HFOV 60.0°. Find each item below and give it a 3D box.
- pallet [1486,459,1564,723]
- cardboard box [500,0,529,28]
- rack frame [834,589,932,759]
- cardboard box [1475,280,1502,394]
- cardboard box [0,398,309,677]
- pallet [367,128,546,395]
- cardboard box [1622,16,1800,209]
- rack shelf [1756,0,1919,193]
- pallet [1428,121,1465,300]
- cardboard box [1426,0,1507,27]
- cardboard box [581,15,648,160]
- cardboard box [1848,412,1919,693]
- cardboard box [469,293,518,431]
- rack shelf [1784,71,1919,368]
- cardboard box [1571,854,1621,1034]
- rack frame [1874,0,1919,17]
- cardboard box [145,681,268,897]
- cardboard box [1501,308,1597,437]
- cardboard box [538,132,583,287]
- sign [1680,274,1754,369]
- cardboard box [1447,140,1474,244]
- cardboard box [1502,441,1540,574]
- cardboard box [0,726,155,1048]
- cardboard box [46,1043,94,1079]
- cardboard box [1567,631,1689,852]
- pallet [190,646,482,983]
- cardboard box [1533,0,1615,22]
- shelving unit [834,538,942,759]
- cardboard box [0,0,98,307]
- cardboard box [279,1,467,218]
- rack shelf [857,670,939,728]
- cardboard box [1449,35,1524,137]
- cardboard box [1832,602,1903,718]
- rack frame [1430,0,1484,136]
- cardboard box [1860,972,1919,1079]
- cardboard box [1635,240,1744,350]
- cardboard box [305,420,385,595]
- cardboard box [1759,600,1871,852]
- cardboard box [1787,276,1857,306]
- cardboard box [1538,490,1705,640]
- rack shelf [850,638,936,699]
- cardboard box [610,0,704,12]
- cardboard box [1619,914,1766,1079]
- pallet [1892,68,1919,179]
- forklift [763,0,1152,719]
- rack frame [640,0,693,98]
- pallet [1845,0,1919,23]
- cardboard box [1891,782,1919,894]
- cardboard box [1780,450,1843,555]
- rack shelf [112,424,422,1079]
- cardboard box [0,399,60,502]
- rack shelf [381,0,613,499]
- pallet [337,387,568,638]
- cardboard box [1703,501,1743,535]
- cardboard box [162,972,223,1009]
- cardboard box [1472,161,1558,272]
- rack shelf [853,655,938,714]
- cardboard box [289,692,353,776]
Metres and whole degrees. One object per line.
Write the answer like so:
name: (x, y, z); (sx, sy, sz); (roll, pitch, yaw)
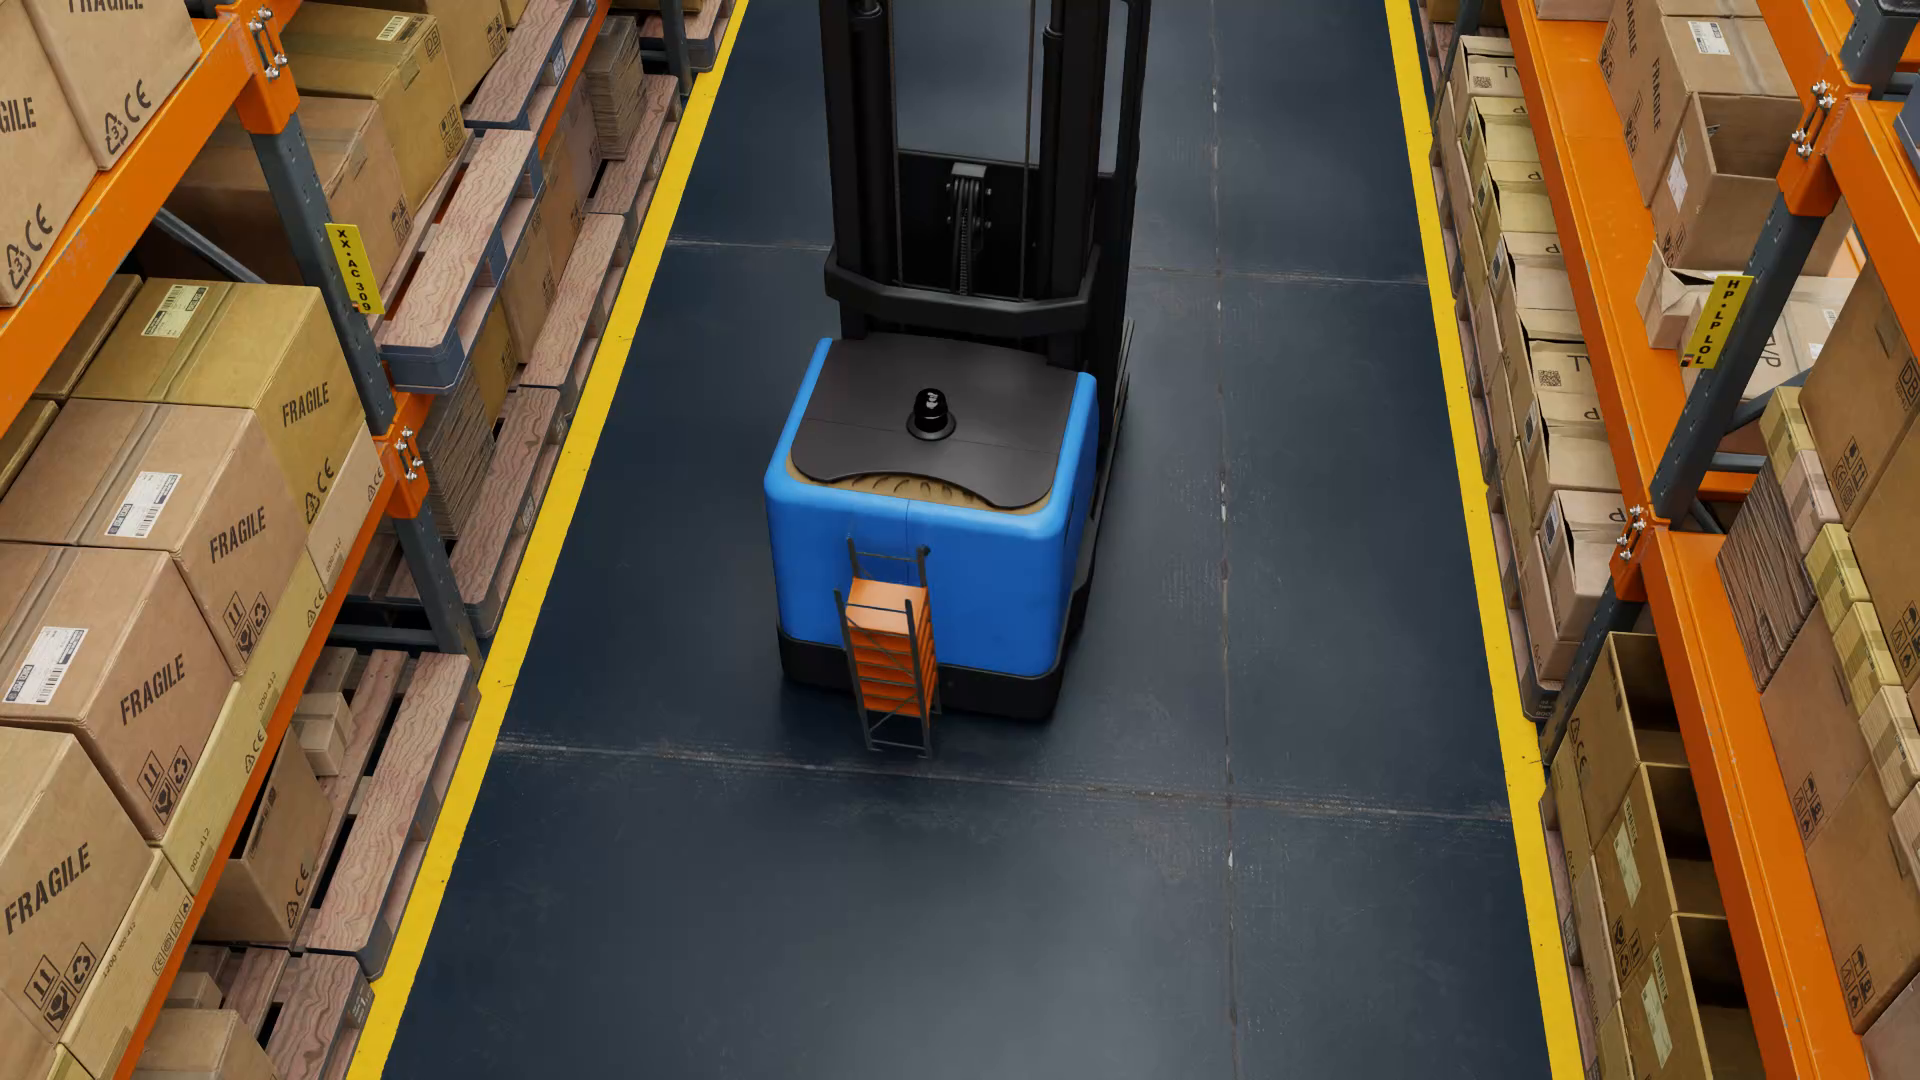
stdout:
pallet: (2.643, 0.195, 6.454); (1.003, 0.211, 1.213); (4, 48, 4)
cardboard box: (-2.078, -2.390, 6.564); (0.700, 0.500, 0.500); (4, 48, 4)
rack frame: (-0.242, 0.473, 5.546); (0.240, 1.200, 0.006); (8, 60, 7)
cardboard box: (2.506, -0.861, 7.109); (0.500, 0.250, 0.500); (5, 48, 4)
cardboard box: (-2.093, -0.006, 4.328); (0.500, 0.500, 0.500); (4, 48, 3)
pallet: (-2.104, -1.019, 5.805); (1.003, 0.211, 1.213); (4, 48, 4)
cardboard box: (2.795, -1.554, 6.096); (0.500, 0.500, 0.500); (4, 48, 4)
rack shelf: (2.797, -2.441, 5.430); (1.077, 0.370, 4.000); (4, 48, 4)
pallet: (2.866, -1.597, 8.094); (1.003, 0.211, 1.213); (4, 48, 4)
cardboard box: (2.831, -3.149, 9.019); (0.500, 0.500, 0.500); (6, 48, 5)
cardboard box: (-1.967, -2.244, 8.191); (0.700, 0.500, 0.500); (4, 48, 4)
cardboard box: (2.536, 0.025, 3.774); (0.700, 0.500, 0.500); (4, 48, 3)
cardboard box: (-2.271, -0.762, 6.836); (0.700, 0.500, 0.500); (3, 48, 3)
rack shelf: (2.433, 0.499, 2.742); (1.077, 0.370, 4.000); (4, 48, 4)
cardboard box: (2.220, 1.272, 5.158); (0.500, 0.250, 0.500); (4, 48, 4)
rack frame: (2.615, -2.226, 2.714); (1.000, 3.000, 0.127); (4, 48, 4)
cardboard box: (-2.144, 0.617, 4.267); (0.500, 0.250, 0.500); (4, 48, 3)
cardboard box: (2.455, -0.671, 6.555); (0.500, 0.311, 0.500); (4, 48, 3)
cardboard box: (-2.147, -1.506, 7.516); (0.700, 0.500, 0.500); (4, 48, 3)
sign: (2.074, -0.595, 4.556); (0.100, 0.325, 0.005); (4, 48, 4)
cardboard box: (2.594, -1.620, 7.804); (0.500, 0.250, 0.500); (3, 48, 2)
cardboard box: (2.412, -0.111, 6.424); (0.500, 0.250, 0.500); (3, 48, 3)
cardboard box: (-2.197, 0.746, 3.641); (0.500, 0.500, 0.500); (5, 48, 5)
cardboard box: (-2.237, 1.358, 3.590); (0.500, 0.250, 0.500); (3, 48, 3)
cardboard box: (2.261, 0.651, 5.218); (0.500, 0.500, 0.500); (4, 48, 4)
pallet: (-2.344, 0.905, 5.805); (1.003, 0.211, 1.213); (4, 48, 4)
cardboard box: (2.705, -2.467, 7.060); (0.500, 0.311, 0.500); (3, 48, 3)
shelving unit: (-0.226, 0.395, 5.592); (0.258, 1.200, 0.189); (8, 60, 7)
cardboard box: (-2.177, -0.826, 3.385); (0.500, 0.500, 0.500); (0, 48, 0)
cardboard box: (-2.180, -1.496, 5.746); (0.700, 0.500, 0.500); (8, 48, 8)
rack shelf: (-0.215, 0.540, 5.836); (0.258, 0.103, 0.180); (8, 60, 7)
cardboard box: (2.639, -2.179, 7.935); (0.500, 0.311, 0.500); (5, 48, 5)
cardboard box: (2.331, 0.297, 3.964); (0.380, 0.149, 0.250); (3, 48, 3)
rack frame: (2.980, -3.141, 7.616); (1.000, 3.000, 0.127); (4, 48, 4)
cardboard box: (2.444, 1.224, 3.556); (0.700, 0.500, 0.500); (5, 48, 5)
cardboard box: (2.512, -0.815, 5.579); (0.396, 0.266, 0.258); (3, 48, 3)
cardboard box: (-2.060, -0.120, 4.941); (0.500, 0.250, 0.500); (4, 48, 4)
cardboard box: (2.539, 0.479, 4.237); (0.700, 0.500, 0.500); (3, 48, 3)
cardboard box: (2.899, -0.754, 5.603); (0.380, 0.149, 0.250); (4, 48, 4)
cardboard box: (2.366, 0.079, 5.870); (0.500, 0.311, 0.500); (4, 48, 4)
rack shelf: (-0.224, 0.418, 5.630); (0.258, 0.103, 0.180); (8, 60, 7)
cardboard box: (-1.756, -3.419, 9.043); (0.750, 0.750, 0.750); (3, 48, 3)
cardboard box: (2.170, 1.386, 4.546); (0.500, 0.500, 0.500); (4, 48, 4)
pallet: (2.563, -0.556, 3.278); (1.003, 0.211, 1.213); (4, 48, 4)
forklift: (0.126, -1.443, 6.109); (1.130, 2.935, 3.031); (9, 48, 8)
rack frame: (-1.954, -3.471, 7.918); (1.000, 3.000, 0.127); (4, 48, 4)
pallet: (2.683, -1.798, 4.485); (0.805, 0.209, 1.217); (2, 48, 2)
cardboard box: (2.284, 0.677, 3.616); (0.380, 0.149, 0.250); (3, 48, 2)
cardboard box: (2.375, -0.085, 4.314); (0.380, 0.149, 0.250); (5, 48, 4)
rack shelf: (-2.501, 1.180, 4.151); (1.077, 0.370, 4.000); (4, 48, 4)
cardboard box: (-2.620, -0.030, 4.350); (0.500, 0.500, 0.500); (4, 48, 3)
rack shelf: (-2.136, -1.759, 6.839); (1.077, 0.370, 4.000); (4, 48, 4)
pallet: (-2.249, -0.163, 6.782); (1.003, 0.211, 1.213); (4, 48, 4)
cardboard box: (2.901, 0.108, 5.843); (0.500, 0.311, 0.500); (4, 48, 4)
cardboard box: (-2.484, 1.456, 5.046); (0.380, 0.149, 0.250); (0, 48, 0)
cardboard box: (2.551, -1.418, 7.238); (0.500, 0.311, 0.500); (3, 48, 2)
rack shelf: (-0.220, 0.479, 5.733); (0.258, 0.103, 0.180); (8, 60, 7)
cardboard box: (-2.337, 0.671, 5.751); (0.380, 0.166, 0.250); (-2, 48, -2)
